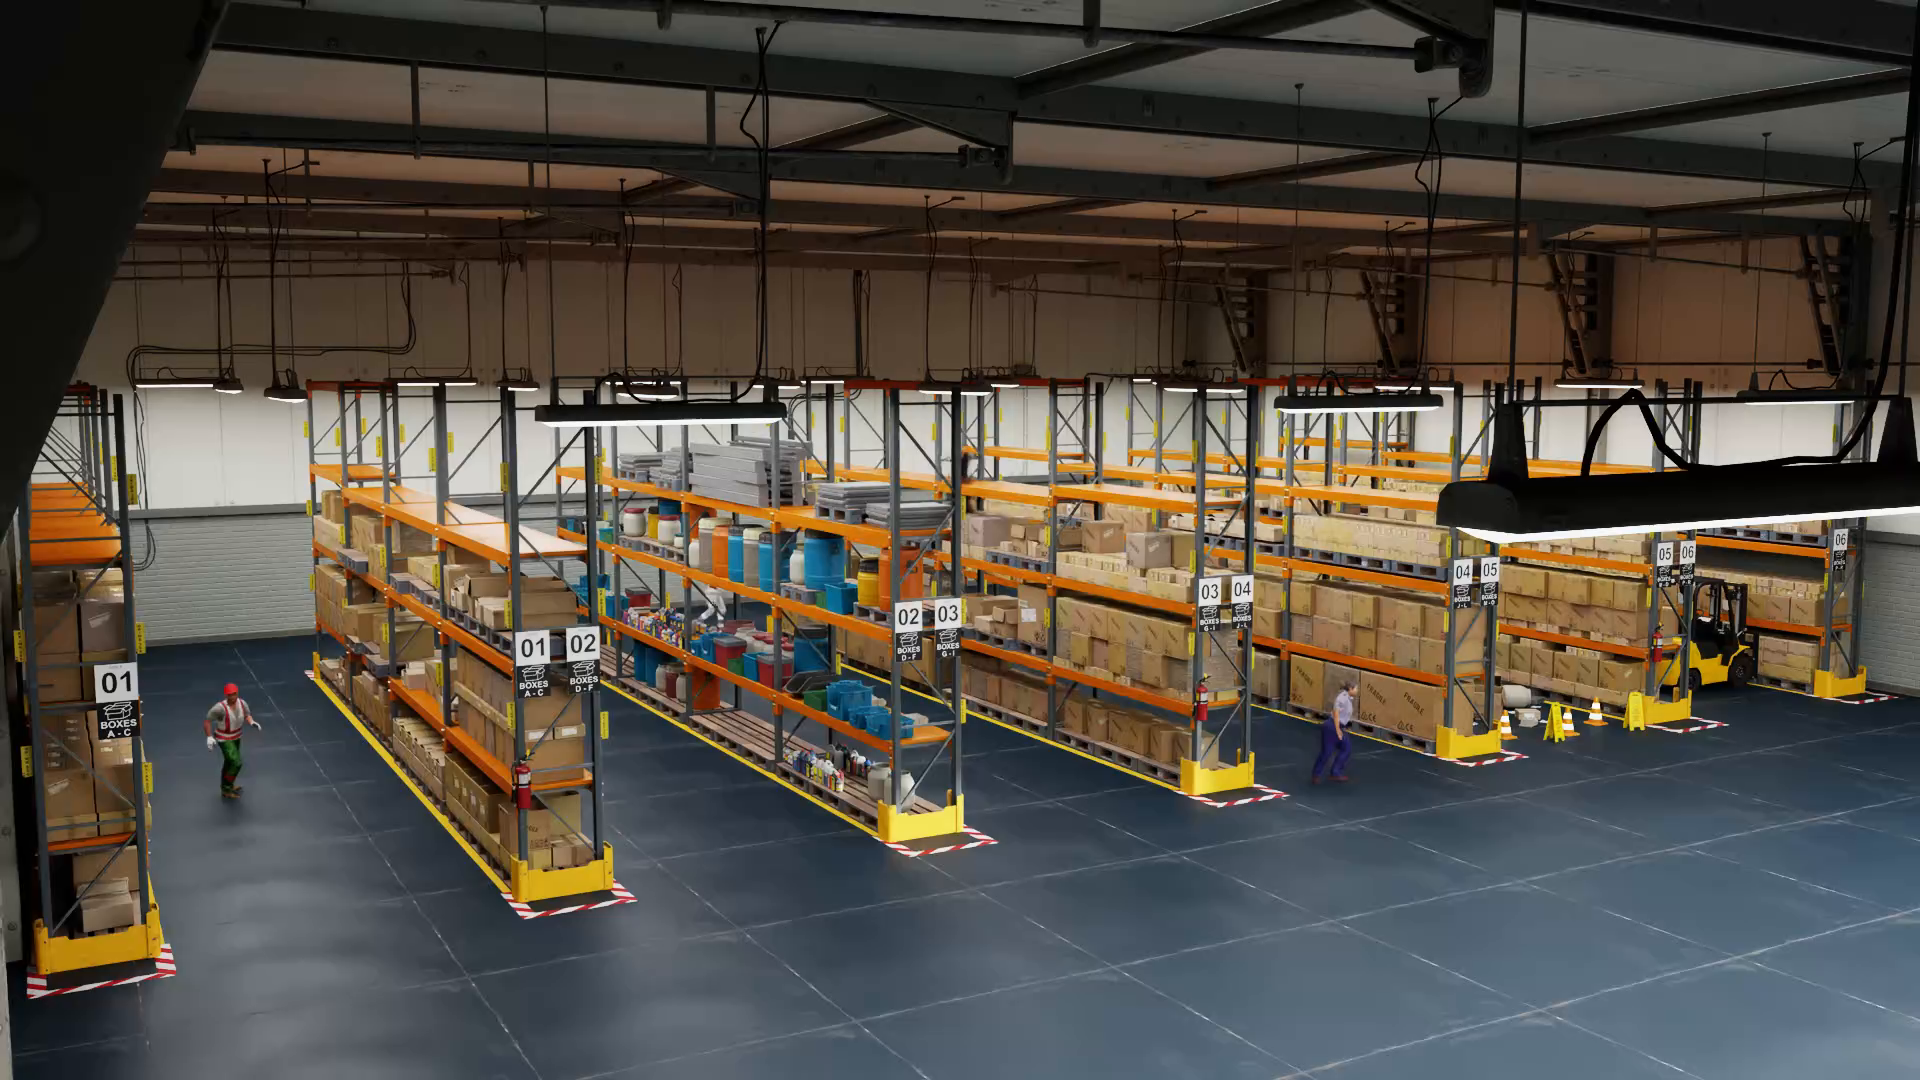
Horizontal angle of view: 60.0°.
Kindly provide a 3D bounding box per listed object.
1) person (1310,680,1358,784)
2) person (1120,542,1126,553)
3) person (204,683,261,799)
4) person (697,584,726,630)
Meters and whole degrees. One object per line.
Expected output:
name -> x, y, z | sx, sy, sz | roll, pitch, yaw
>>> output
person -> 5.670, 2.888, 25.187 | 0.648, 1.572, 0.632 | 3, 7, 25
person -> 4.409, 0.822, 44.508 | 0.505, 1.577, 0.595 | -1, 6, -8
person -> -10.609, 2.928, 24.292 | 0.831, 1.740, 0.672 | 1, 6, 13
person -> -5.878, 1.275, 39.405 | 0.861, 1.738, 0.714 | -1, 6, -9
